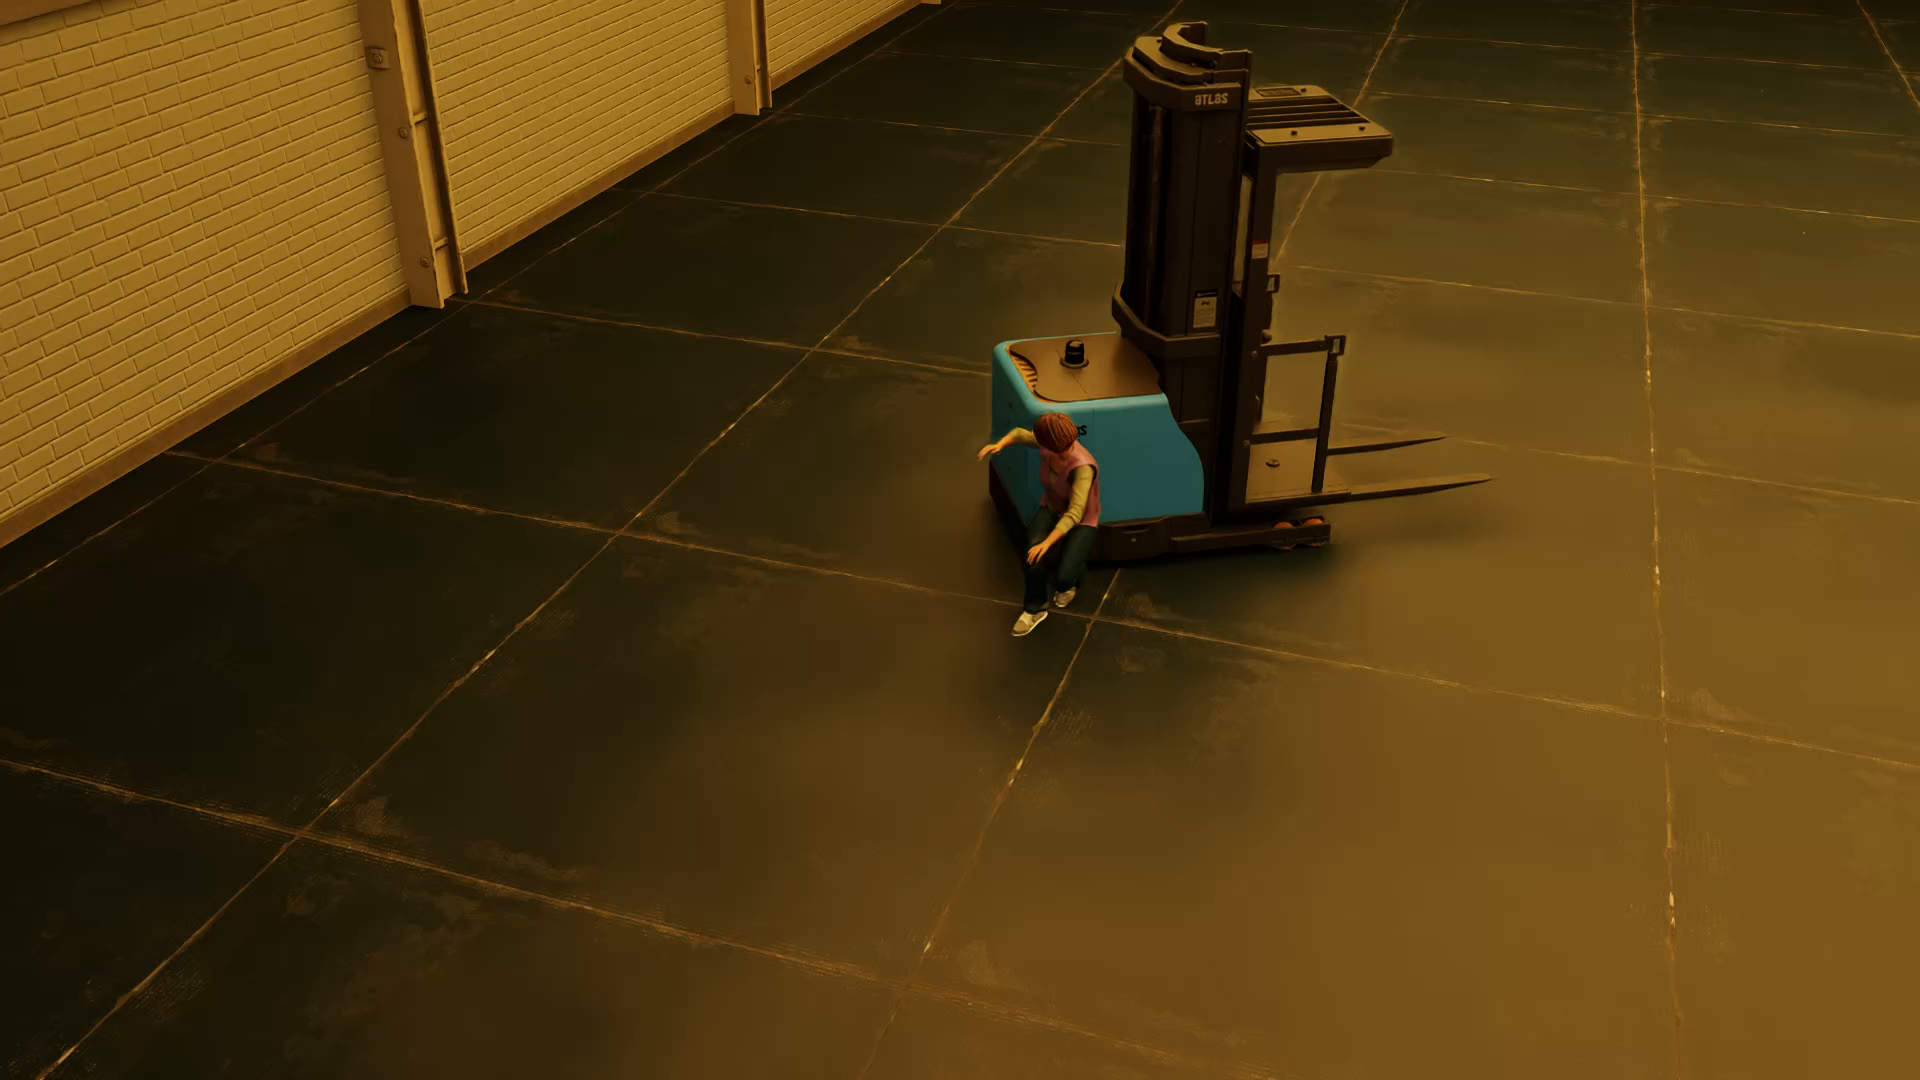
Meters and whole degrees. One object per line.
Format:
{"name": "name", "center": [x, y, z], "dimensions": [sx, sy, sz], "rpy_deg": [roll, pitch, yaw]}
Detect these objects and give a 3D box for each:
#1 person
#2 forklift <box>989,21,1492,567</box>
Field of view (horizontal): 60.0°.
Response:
{"name": "person", "center": [0.413, -0.061, 8.878], "dimensions": [0.652, 1.331, 0.922], "rpy_deg": [16, 34, 26]}
{"name": "forklift", "center": [1.755, -1.463, 9.702], "dimensions": [3.031, 2.935, 1.130], "rpy_deg": [-6, 30, -11]}
